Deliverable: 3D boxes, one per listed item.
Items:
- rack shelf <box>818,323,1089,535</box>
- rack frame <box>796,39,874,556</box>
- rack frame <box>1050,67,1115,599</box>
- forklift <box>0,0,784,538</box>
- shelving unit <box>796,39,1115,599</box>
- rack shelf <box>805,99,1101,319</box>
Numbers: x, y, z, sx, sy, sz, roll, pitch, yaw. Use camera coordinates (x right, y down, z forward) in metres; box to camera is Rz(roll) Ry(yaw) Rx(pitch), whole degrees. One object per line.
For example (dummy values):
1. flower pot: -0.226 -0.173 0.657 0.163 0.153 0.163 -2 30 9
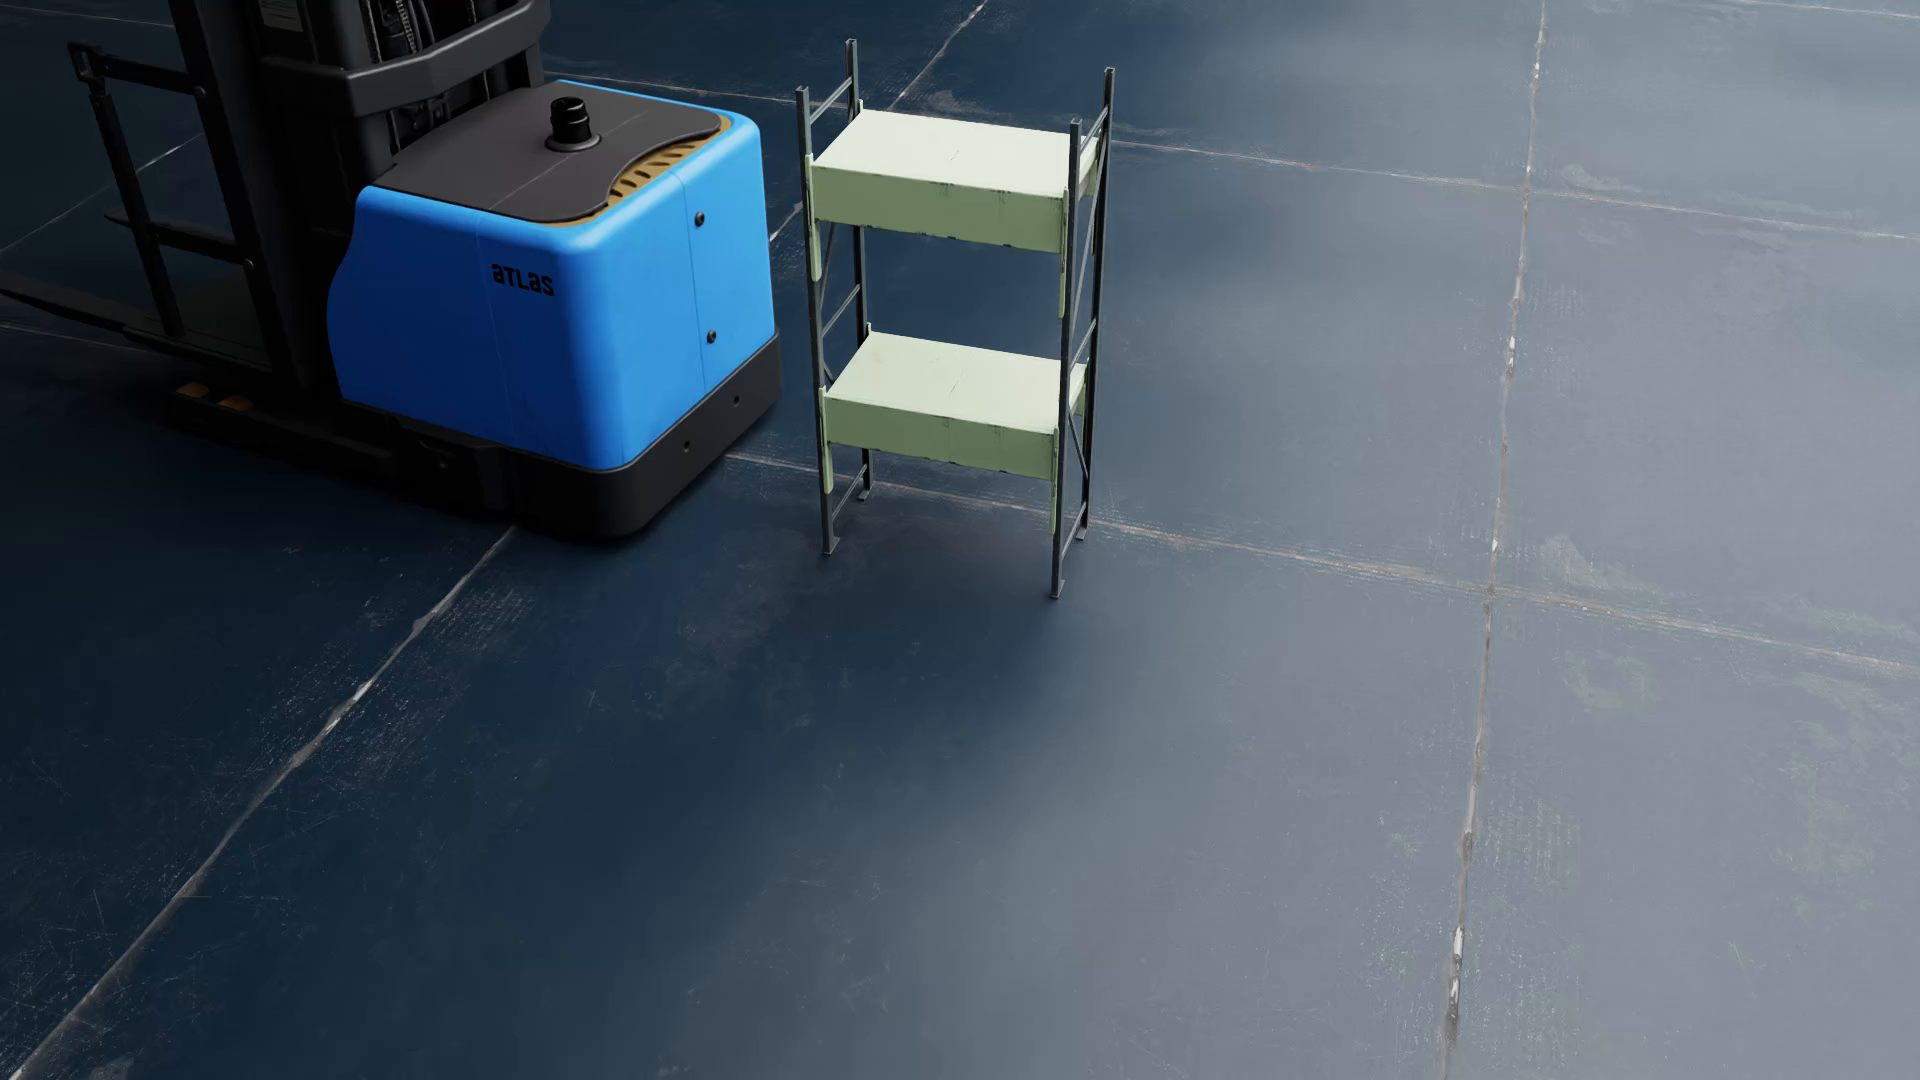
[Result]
1. rack shelf: -0.006 -0.343 5.000 0.720 0.370 0.431 10 38 14
2. rack frame: -0.356 -0.670 4.895 0.023 1.500 0.400 10 38 14
3. rack frame: 0.343 -0.541 4.719 0.023 1.500 0.400 10 38 14
4. forklift: -2.177 -1.775 5.189 3.031 2.935 1.130 16 39 20
5. shelving unit: -0.006 -0.605 4.807 0.755 1.500 0.431 10 38 14
6. rack shelf: -0.006 -0.919 4.576 0.720 0.370 0.431 10 38 14
